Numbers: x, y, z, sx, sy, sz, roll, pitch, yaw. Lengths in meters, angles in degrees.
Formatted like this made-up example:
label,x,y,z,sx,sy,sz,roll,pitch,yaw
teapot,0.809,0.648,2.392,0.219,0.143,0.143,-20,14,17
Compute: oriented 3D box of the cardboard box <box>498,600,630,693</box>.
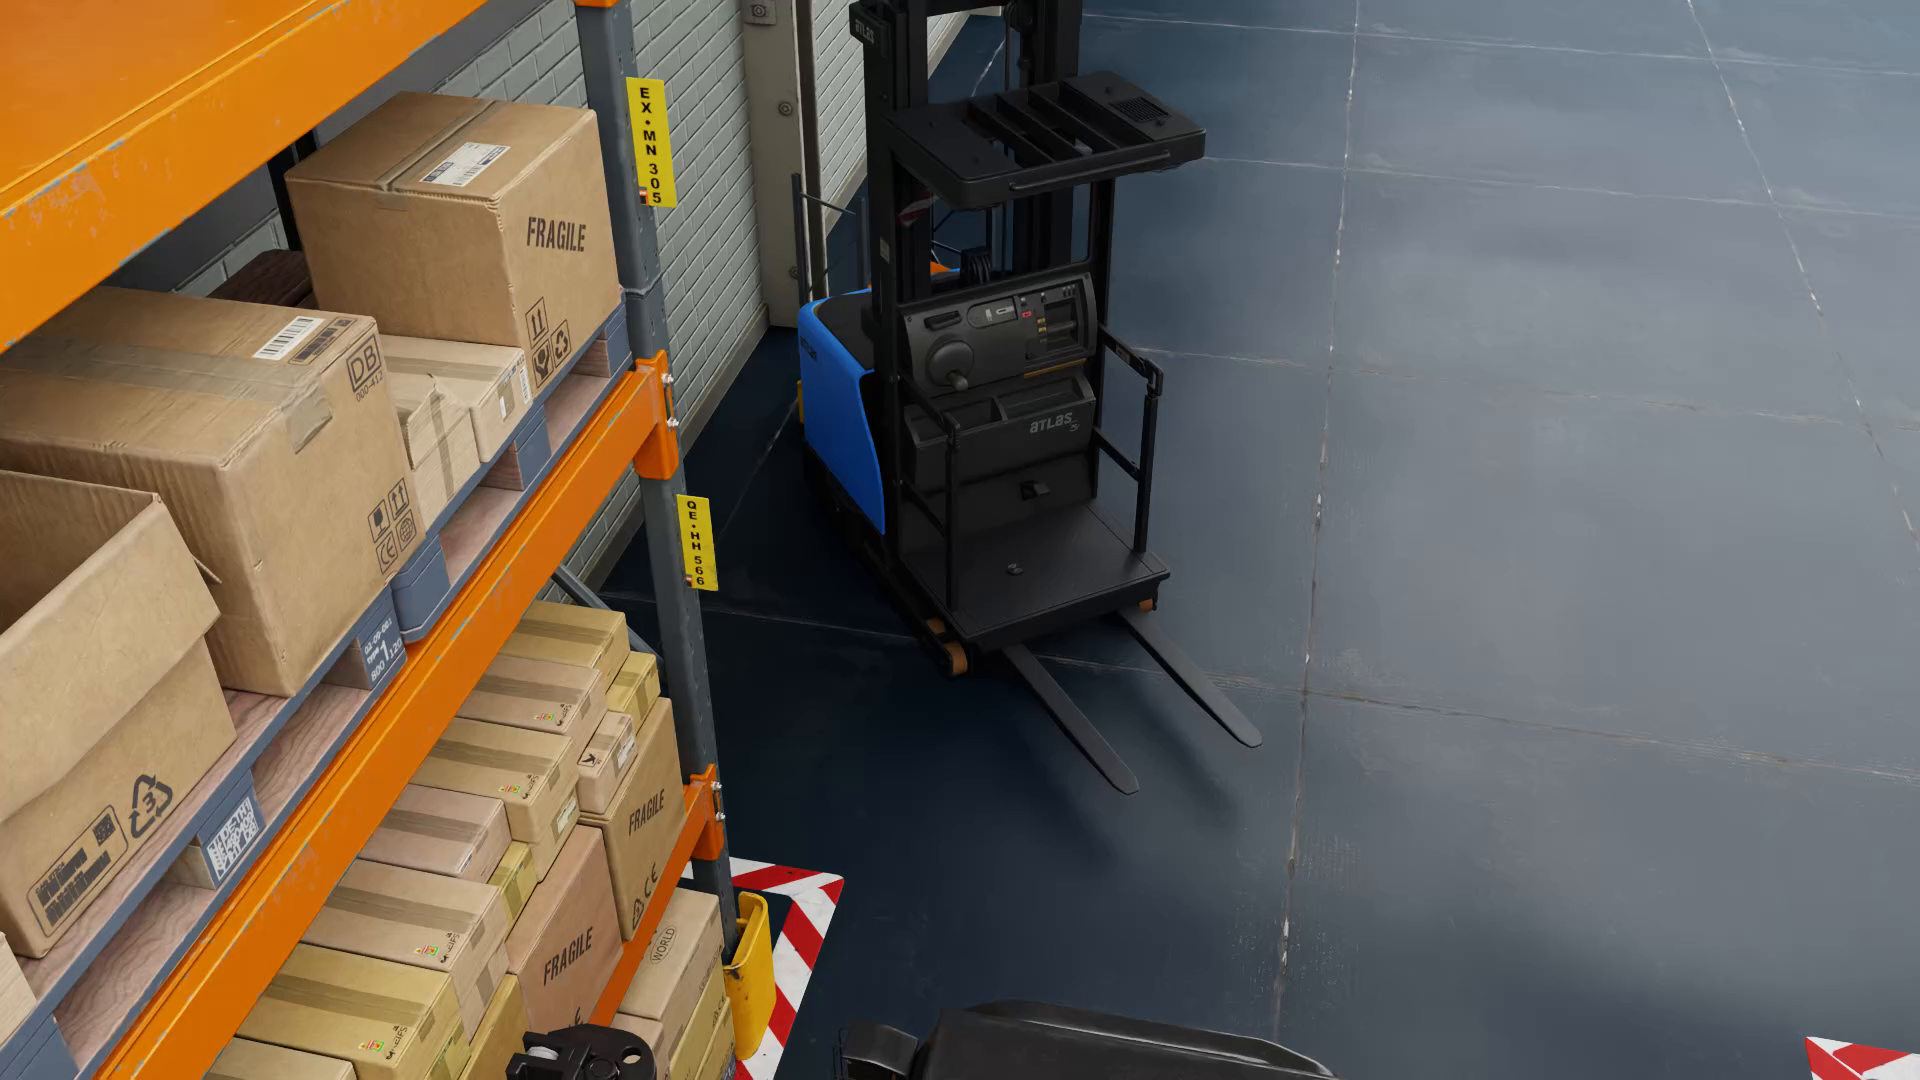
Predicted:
label,x,y,z,sx,sy,sz,roll,pitch,yaw
cardboard box,-1.152,0.307,4.649,0.380,0.149,0.250,7,37,10

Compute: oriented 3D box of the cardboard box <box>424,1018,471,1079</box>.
label,x,y,z,sx,sy,sz,roll,pitch,yaw
cardboard box,-1.332,1.168,3.714,0.380,0.149,0.250,8,37,10

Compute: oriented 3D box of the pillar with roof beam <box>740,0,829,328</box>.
label,x,y,z,sx,sy,sz,roll,pitch,yaw
pillar with roof beam,3.177,-4.544,7.122,9.100,9.000,0.400,7,37,10

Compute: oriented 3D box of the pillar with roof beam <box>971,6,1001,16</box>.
label,x,y,z,sx,sy,sz,roll,pitch,yaw
pillar with roof beam,4.458,-7.984,11.868,9.100,9.000,0.400,7,37,10

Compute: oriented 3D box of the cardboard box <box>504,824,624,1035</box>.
label,x,y,z,sx,sy,sz,roll,pitch,yaw
cardboard box,-1.250,1.070,4.403,0.500,0.500,0.500,8,37,11

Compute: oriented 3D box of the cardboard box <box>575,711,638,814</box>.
label,x,y,z,sx,sy,sz,roll,pitch,yaw
cardboard box,-1.107,0.580,4.526,0.380,0.149,0.250,8,37,11

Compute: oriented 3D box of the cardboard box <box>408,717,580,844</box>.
label,x,y,z,sx,sy,sz,roll,pitch,yaw
cardboard box,-1.204,0.606,4.237,0.380,0.149,0.250,8,37,11

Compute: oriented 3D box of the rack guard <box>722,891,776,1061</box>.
label,x,y,z,sx,sy,sz,roll,pitch,yaw
rack guard,-1.276,1.497,6.028,1.175,0.500,0.348,7,37,10

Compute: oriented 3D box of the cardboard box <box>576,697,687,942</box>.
label,x,y,z,sx,sy,sz,roll,pitch,yaw
cardboard box,-1.130,0.774,4.812,0.500,0.500,0.500,7,36,9

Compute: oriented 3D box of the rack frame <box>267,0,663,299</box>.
label,x,y,z,sx,sy,sz,roll,pitch,yaw
rack frame,-1.281,-1.930,3.515,1.000,3.000,0.127,7,37,10

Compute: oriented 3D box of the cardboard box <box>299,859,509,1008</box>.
label,x,y,z,sx,sy,sz,roll,pitch,yaw
cardboard box,-1.277,0.903,3.827,0.380,0.149,0.250,8,37,11

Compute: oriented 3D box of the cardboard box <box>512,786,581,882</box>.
label,x,y,z,sx,sy,sz,roll,pitch,yaw
cardboard box,-1.223,0.721,4.331,0.380,0.149,0.250,8,37,11

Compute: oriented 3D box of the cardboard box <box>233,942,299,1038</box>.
label,x,y,z,sx,sy,sz,roll,pitch,yaw
cardboard box,-1.851,1.298,4.088,0.500,0.500,0.500,7,37,10

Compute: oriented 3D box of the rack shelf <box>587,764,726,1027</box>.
label,x,y,z,sx,sy,sz,roll,pitch,yaw
rack shelf,-1.709,1.937,3.905,1.077,0.370,4.000,7,37,10

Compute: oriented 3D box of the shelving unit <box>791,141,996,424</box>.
label,x,y,z,sx,sy,sz,roll,pitch,yaw
shelving unit,-0.344,-1.411,9.189,0.587,1.500,1.083,27,44,32

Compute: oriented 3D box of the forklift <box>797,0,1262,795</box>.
label,x,y,z,sx,sy,sz,roll,pitch,yaw
forklift,0.286,-0.857,7.205,1.130,2.935,3.031,-17,39,-22

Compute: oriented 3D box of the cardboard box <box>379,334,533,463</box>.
label,x,y,z,sx,sy,sz,roll,pitch,yaw
cardboard box,-1.162,-0.311,3.609,0.380,0.149,0.250,6,36,9

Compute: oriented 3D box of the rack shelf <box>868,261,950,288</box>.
label,x,y,z,sx,sy,sz,roll,pitch,yaw
rack shelf,-0.339,-1.269,9.300,0.538,0.185,1.000,27,44,32

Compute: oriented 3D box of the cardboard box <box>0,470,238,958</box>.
label,x,y,z,sx,sy,sz,roll,pitch,yaw
cardboard box,-1.617,0.222,2.571,0.797,0.503,0.637,8,37,11

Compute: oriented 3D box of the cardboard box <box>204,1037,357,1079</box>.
label,x,y,z,sx,sy,sz,roll,pitch,yaw
cardboard box,-1.474,1.187,3.434,0.380,0.149,0.250,8,37,11

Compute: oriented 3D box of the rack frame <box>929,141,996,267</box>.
label,x,y,z,sx,sy,sz,roll,pitch,yaw
rack frame,-0.004,-1.640,9.504,0.500,1.500,0.032,27,44,32

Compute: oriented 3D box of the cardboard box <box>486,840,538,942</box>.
label,x,y,z,sx,sy,sz,roll,pitch,yaw
cardboard box,-1.287,0.862,4.137,0.380,0.149,0.250,7,37,10

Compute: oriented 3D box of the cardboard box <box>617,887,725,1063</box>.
label,x,y,z,sx,sy,sz,roll,pitch,yaw
cardboard box,-1.075,1.341,5.248,0.500,0.250,0.500,8,37,12

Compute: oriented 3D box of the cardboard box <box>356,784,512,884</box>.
label,x,y,z,sx,sy,sz,roll,pitch,yaw
cardboard box,-1.330,0.739,4.053,0.380,0.149,0.250,8,37,10

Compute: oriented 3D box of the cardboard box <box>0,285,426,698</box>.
label,x,y,z,sx,sy,sz,roll,pitch,yaw
cardboard box,-1.454,-0.108,3.028,0.700,0.500,0.500,8,37,10

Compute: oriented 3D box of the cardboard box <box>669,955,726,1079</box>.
label,x,y,z,sx,sy,sz,roll,pitch,yaw
cardboard box,-1.080,1.558,5.374,0.500,0.250,0.500,7,36,9

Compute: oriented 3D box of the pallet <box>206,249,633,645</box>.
label,x,y,z,sx,sy,sz,roll,pitch,yaw
pallet,-1.458,-0.278,3.866,1.003,0.211,1.213,7,37,10

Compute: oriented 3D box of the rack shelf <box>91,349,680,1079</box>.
label,x,y,z,sx,sy,sz,roll,pitch,yaw
rack shelf,-1.709,0.722,3.024,1.077,0.370,4.000,7,37,10

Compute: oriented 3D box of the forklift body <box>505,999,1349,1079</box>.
label,x,y,z,sx,sy,sz,roll,pitch,yaw
forklift body,0.096,2.158,3.709,2.313,2.155,1.214,7,37,10

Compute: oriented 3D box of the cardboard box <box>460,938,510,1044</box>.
label,x,y,z,sx,sy,sz,roll,pitch,yaw
cardboard box,-1.298,1.021,3.918,0.380,0.149,0.250,6,36,8

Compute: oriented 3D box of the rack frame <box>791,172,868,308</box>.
label,x,y,z,sx,sy,sz,roll,pitch,yaw
rack frame,-0.673,-1.190,8.885,0.500,1.500,0.032,27,44,32

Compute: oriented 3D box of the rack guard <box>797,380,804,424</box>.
label,x,y,z,sx,sy,sz,roll,pitch,yaw
rack guard,-0.672,-0.685,9.252,0.587,0.250,0.087,27,44,32

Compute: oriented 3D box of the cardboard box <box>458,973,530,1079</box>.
label,x,y,z,sx,sy,sz,roll,pitch,yaw
cardboard box,-1.359,1.364,3.997,0.500,0.500,0.500,7,36,9

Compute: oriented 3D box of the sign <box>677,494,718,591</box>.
label,x,y,z,sx,sy,sz,roll,pitch,yaw
sign,-0.754,0.010,4.761,0.100,0.325,0.005,7,37,10

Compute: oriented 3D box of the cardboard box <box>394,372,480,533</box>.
label,x,y,z,sx,sy,sz,roll,pitch,yaw
cardboard box,-1.216,-0.213,3.374,0.396,0.266,0.258,7,37,10

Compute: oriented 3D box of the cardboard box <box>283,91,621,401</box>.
label,x,y,z,sx,sy,sz,roll,pitch,yaw
cardboard box,-1.138,-0.682,3.821,0.500,0.500,0.500,8,37,11

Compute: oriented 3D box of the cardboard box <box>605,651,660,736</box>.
label,x,y,z,sx,sy,sz,roll,pitch,yaw
cardboard box,-1.082,0.430,4.733,0.380,0.149,0.250,8,37,11

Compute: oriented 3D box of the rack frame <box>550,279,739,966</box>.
label,x,y,z,sx,sy,sz,roll,pitch,yaw
rack frame,-1.281,0.499,5.276,1.000,3.000,0.127,7,37,10

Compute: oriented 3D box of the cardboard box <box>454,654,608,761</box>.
label,x,y,z,sx,sy,sz,roll,pitch,yaw
cardboard box,-1.174,0.452,4.448,0.380,0.149,0.250,7,37,10

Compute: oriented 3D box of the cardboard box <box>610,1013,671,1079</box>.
label,x,y,z,sx,sy,sz,roll,pitch,yaw
cardboard box,-1.178,1.634,4.843,0.500,0.250,0.500,8,37,11

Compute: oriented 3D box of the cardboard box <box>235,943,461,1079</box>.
label,x,y,z,sx,sy,sz,roll,pitch,yaw
cardboard box,-1.327,1.051,3.622,0.380,0.149,0.250,8,37,11

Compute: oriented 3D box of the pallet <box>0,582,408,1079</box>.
label,x,y,z,sx,sy,sz,roll,pitch,yaw
pallet,-1.716,0.424,2.899,1.003,0.211,1.213,7,37,10

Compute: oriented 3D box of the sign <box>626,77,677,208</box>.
label,x,y,z,sx,sy,sz,roll,pitch,yaw
sign,-0.754,-0.966,4.054,0.100,0.325,0.005,7,37,10

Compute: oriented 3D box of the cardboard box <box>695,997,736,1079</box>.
label,x,y,z,sx,sy,sz,roll,pitch,yaw
cardboard box,-1.073,1.751,5.533,0.500,0.250,0.500,8,37,10

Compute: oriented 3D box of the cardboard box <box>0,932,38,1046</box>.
label,x,y,z,sx,sy,sz,roll,pitch,yaw
cardboard box,-1.522,0.609,2.240,0.396,0.266,0.258,6,36,9

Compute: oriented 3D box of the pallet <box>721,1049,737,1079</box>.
label,x,y,z,sx,sy,sz,roll,pitch,yaw
pallet,-1.404,2.072,5.482,1.003,0.211,1.213,7,37,10
